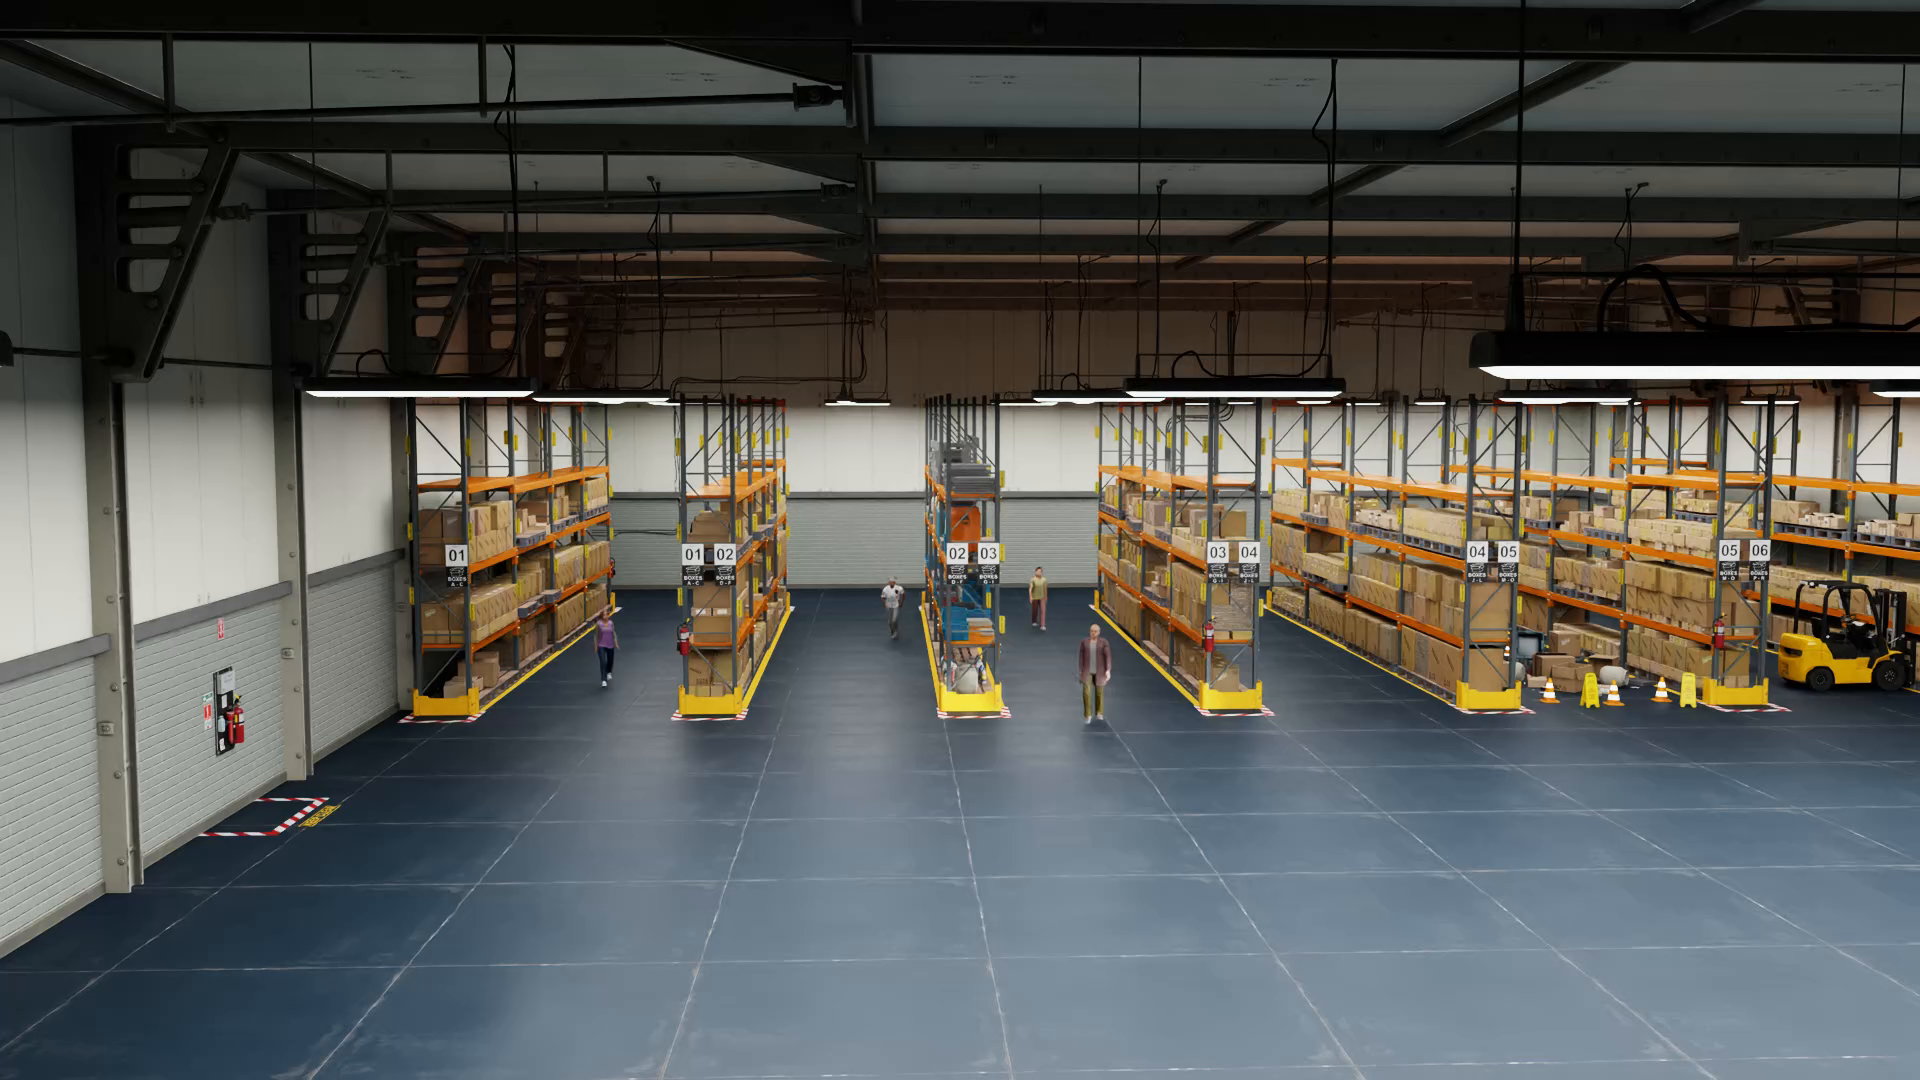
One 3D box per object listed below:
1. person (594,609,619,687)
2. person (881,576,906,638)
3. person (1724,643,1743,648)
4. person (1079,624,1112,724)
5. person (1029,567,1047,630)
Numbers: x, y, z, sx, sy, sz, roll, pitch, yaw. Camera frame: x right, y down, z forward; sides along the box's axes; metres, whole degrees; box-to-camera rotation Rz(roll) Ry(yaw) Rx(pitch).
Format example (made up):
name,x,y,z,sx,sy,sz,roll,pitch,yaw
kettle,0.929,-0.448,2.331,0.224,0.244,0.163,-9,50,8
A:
name,x,y,z,sx,sy,sz,roll,pitch,yaw
person,-7.329,2.205,34.444,0.497,1.554,0.899,-1,5,-18
person,-1.644,1.668,41.254,0.583,1.602,0.741,1,5,9
person,17.321,1.908,37.151,0.548,1.791,0.447,-2,5,-24
person,2.470,2.511,30.420,0.643,1.737,0.598,1,5,15
person,2.037,1.504,43.072,0.497,1.612,1.082,0,5,-6
